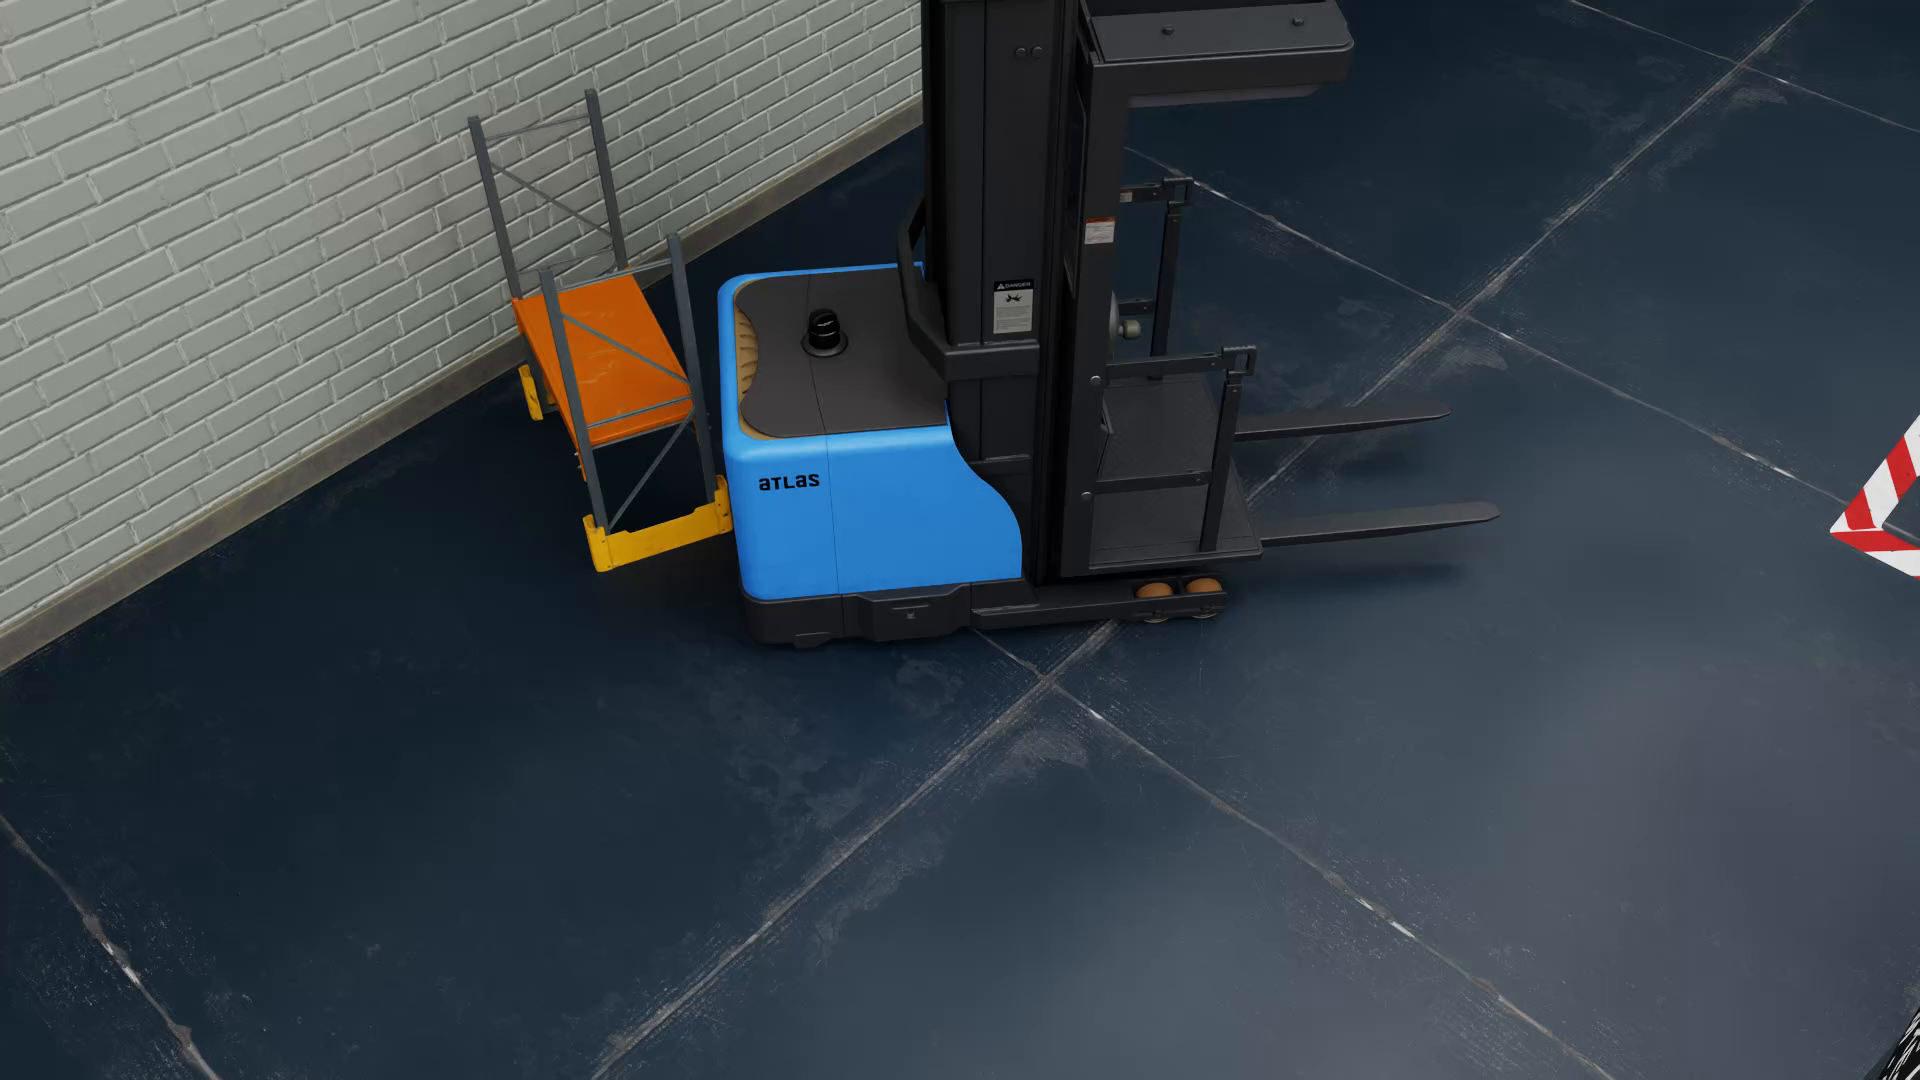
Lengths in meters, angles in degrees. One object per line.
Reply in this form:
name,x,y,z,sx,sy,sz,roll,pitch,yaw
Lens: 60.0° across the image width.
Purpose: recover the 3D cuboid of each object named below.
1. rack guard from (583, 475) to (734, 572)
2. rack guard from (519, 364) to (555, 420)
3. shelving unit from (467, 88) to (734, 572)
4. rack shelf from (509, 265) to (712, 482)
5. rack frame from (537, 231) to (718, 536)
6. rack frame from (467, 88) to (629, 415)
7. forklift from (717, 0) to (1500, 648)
rack guard,-1.218,-0.067,6.750,0.587,0.250,0.087,-19,50,-17
rack guard,-1.636,-0.726,7.369,0.587,0.250,0.087,-19,50,-17
shelving unit,-1.427,-0.825,6.604,0.587,1.500,1.083,-19,50,-17
rack shelf,-1.423,-0.696,6.730,0.538,0.185,1.000,-19,50,-17
rack frame,-1.210,-0.482,6.283,0.500,1.500,0.032,-19,50,-17
rack frame,-1.637,-1.155,6.914,0.500,1.500,0.032,-19,50,-17
forklift,0.619,-1.058,5.842,3.031,2.935,1.130,-5,47,-5
